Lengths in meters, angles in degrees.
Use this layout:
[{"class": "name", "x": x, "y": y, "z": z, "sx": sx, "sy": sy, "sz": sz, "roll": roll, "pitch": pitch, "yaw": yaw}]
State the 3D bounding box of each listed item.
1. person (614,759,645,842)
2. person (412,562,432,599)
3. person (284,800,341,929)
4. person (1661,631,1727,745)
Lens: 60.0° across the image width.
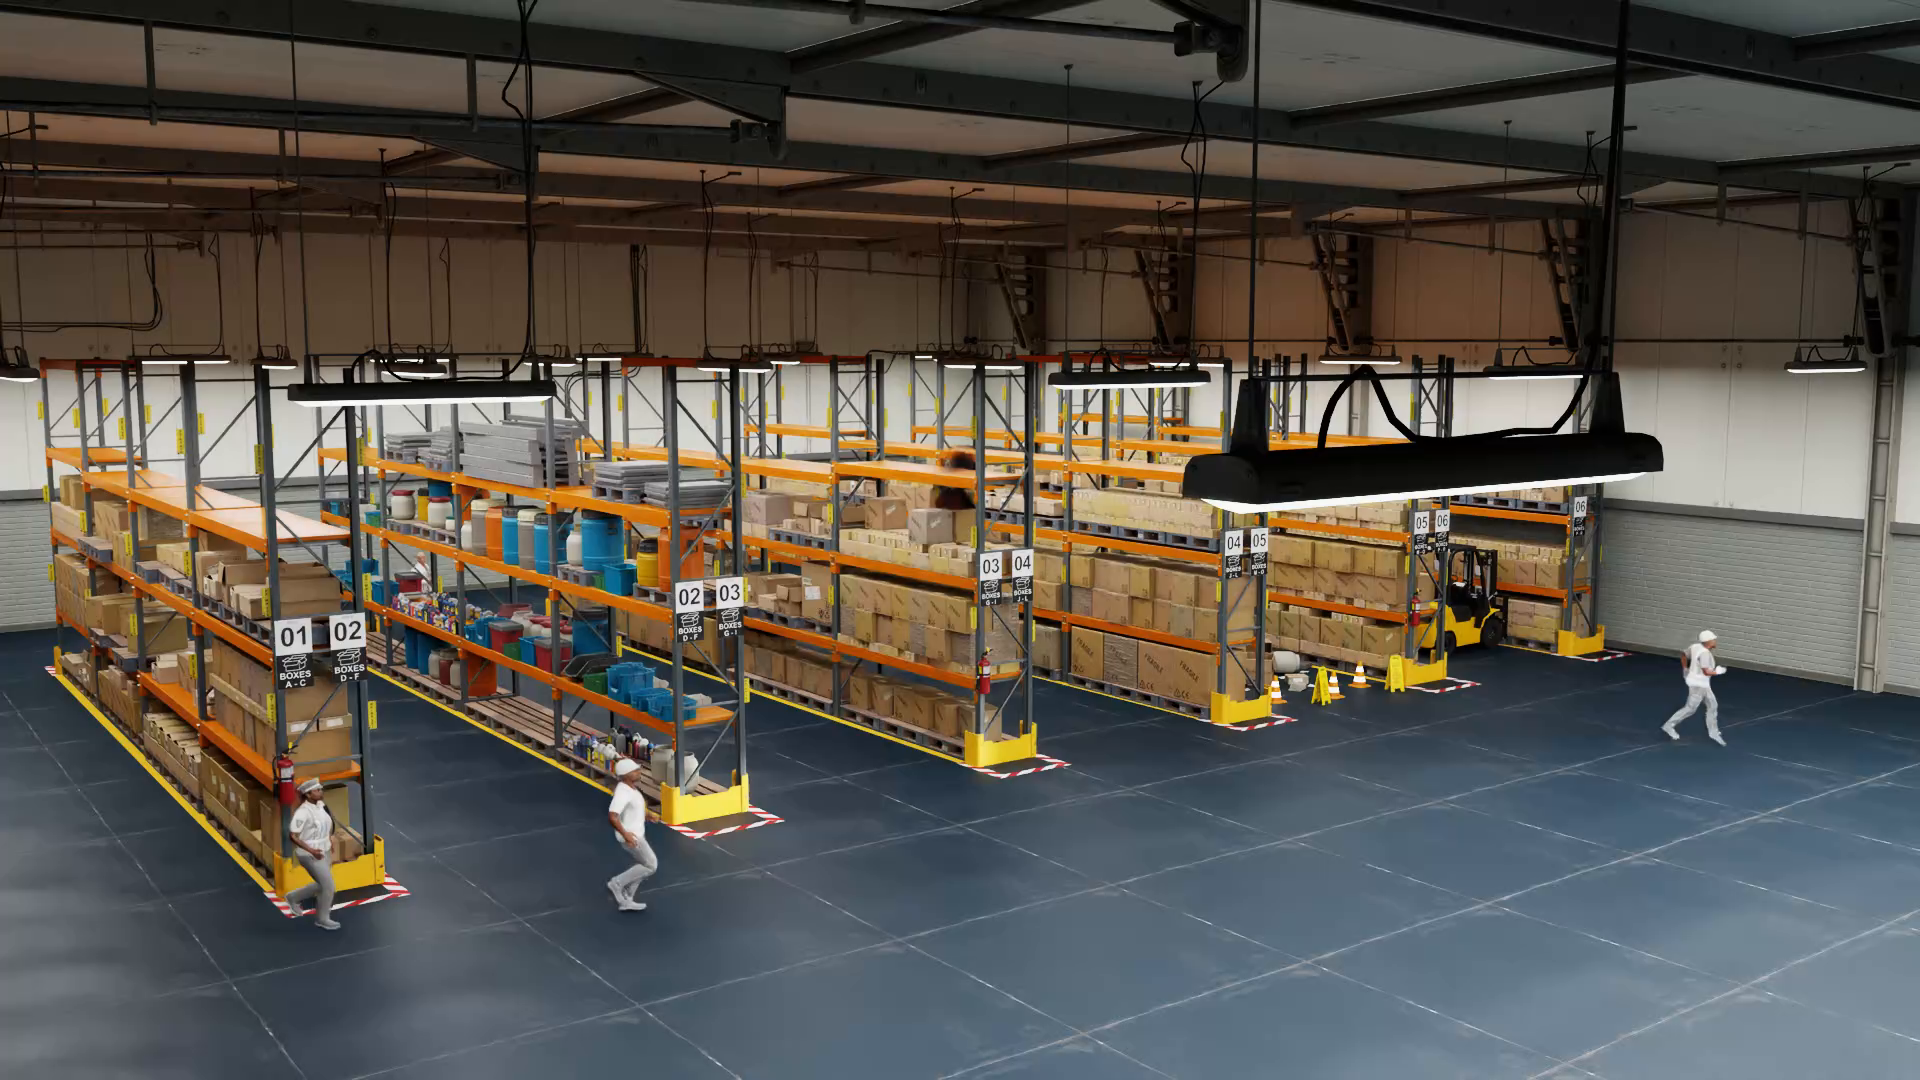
[{"class": "person", "x": -3.661, "y": 2.858, "z": 18.416, "sx": 0.331, "sy": 0.889, "sz": 0.435, "roll": -1, "pitch": 7, "yaw": -9}, {"class": "person", "x": -11.663, "y": 0.925, "z": 36.038, "sx": 0.543, "sy": 0.949, "sz": 0.687, "roll": 2, "pitch": 7, "yaw": 16}, {"class": "person", "x": -7.024, "y": 3.529, "z": 17.956, "sx": 0.664, "sy": 1.325, "sz": 0.409, "roll": 1, "pitch": 7, "yaw": 5}, {"class": "person", "x": 11.580, "y": 2.319, "z": 26.138, "sx": 0.965, "sy": 1.819, "sz": 0.462, "roll": 2, "pitch": 7, "yaw": 15}]
